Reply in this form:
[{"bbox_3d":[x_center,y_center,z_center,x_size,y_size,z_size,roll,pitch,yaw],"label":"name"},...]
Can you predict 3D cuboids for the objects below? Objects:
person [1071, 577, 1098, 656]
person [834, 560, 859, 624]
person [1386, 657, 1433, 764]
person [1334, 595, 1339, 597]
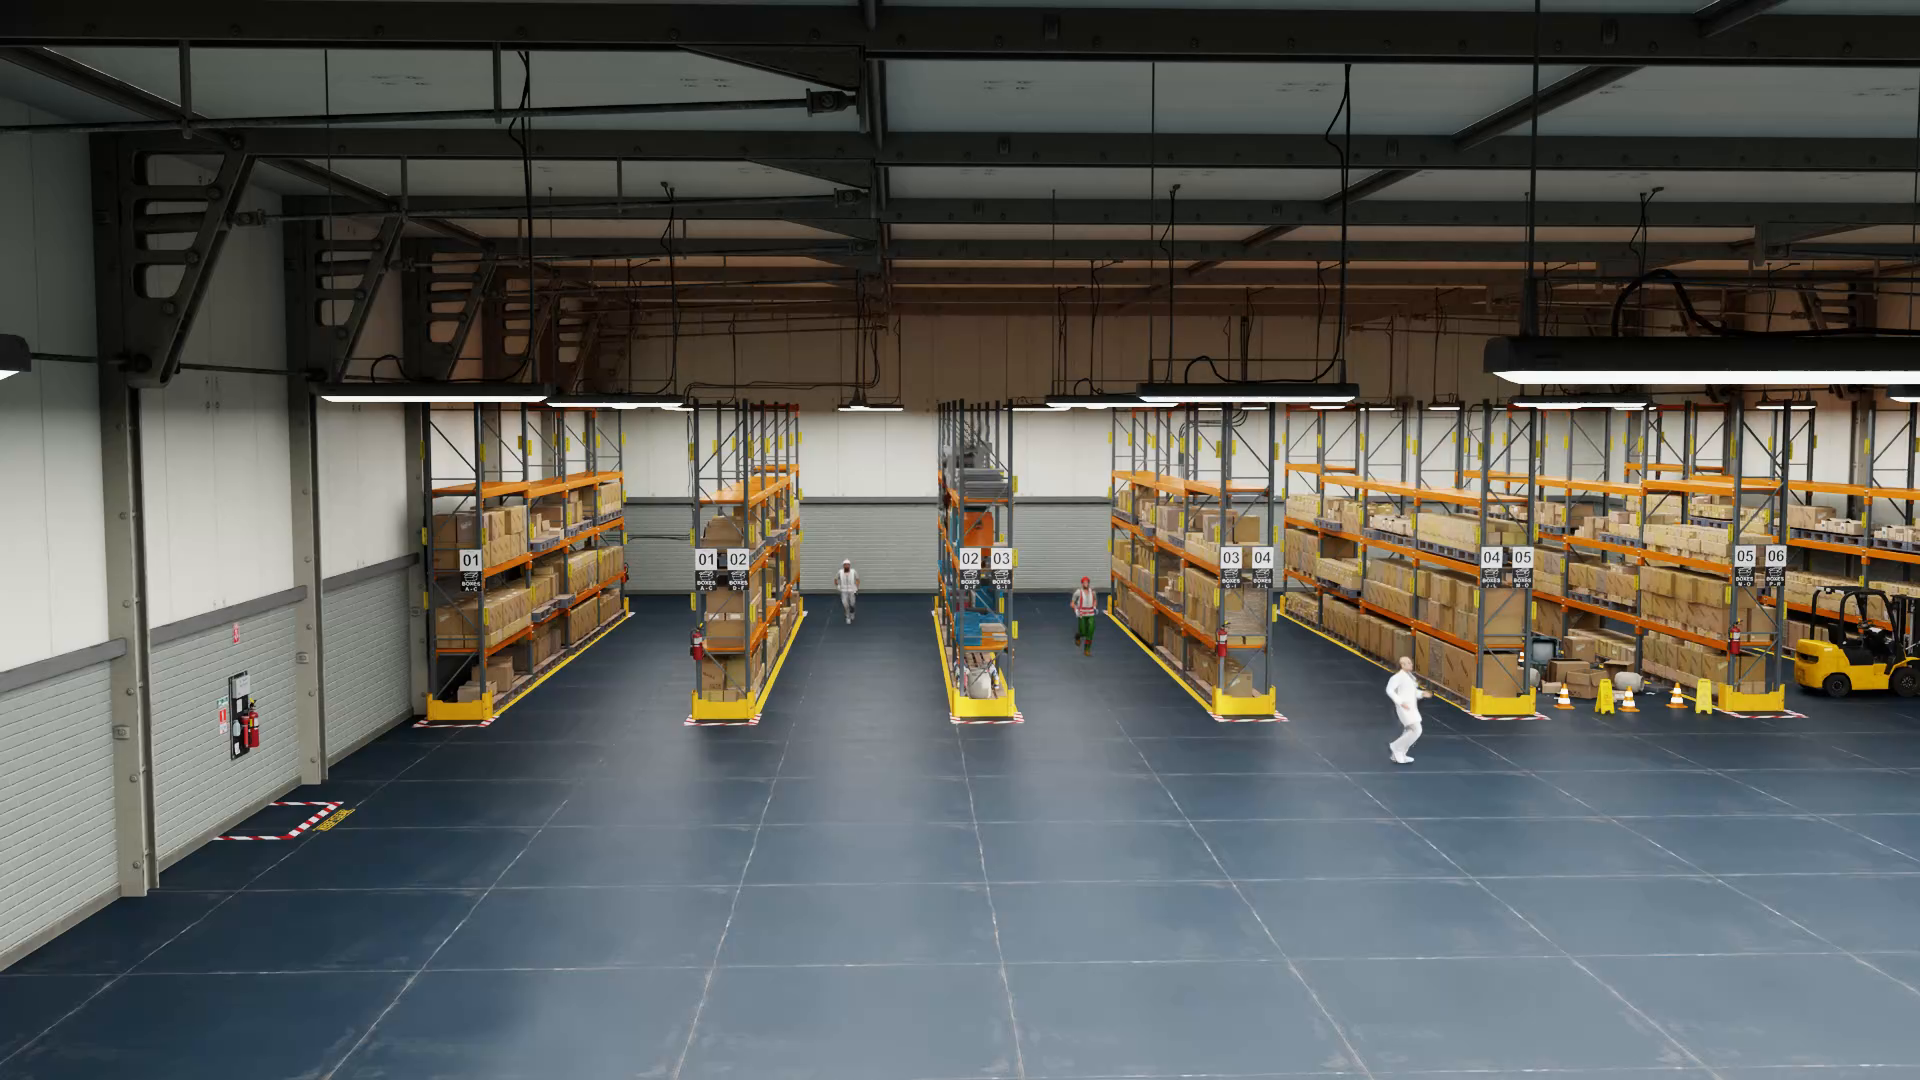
[{"bbox_3d":[2.829,1.713,37.553,0.655,1.771,0.744,-1,4,-15],"label":"person"},{"bbox_3d":[-3.094,1.408,45.411,0.689,1.749,0.603,0,4,-5],"label":"person"},{"bbox_3d":[7.356,2.783,27.149,0.642,1.744,0.694,3,5,32],"label":"person"},{"bbox_3d":[11.308,1.171,49.189,0.533,1.669,0.575,0,4,6],"label":"person"}]
